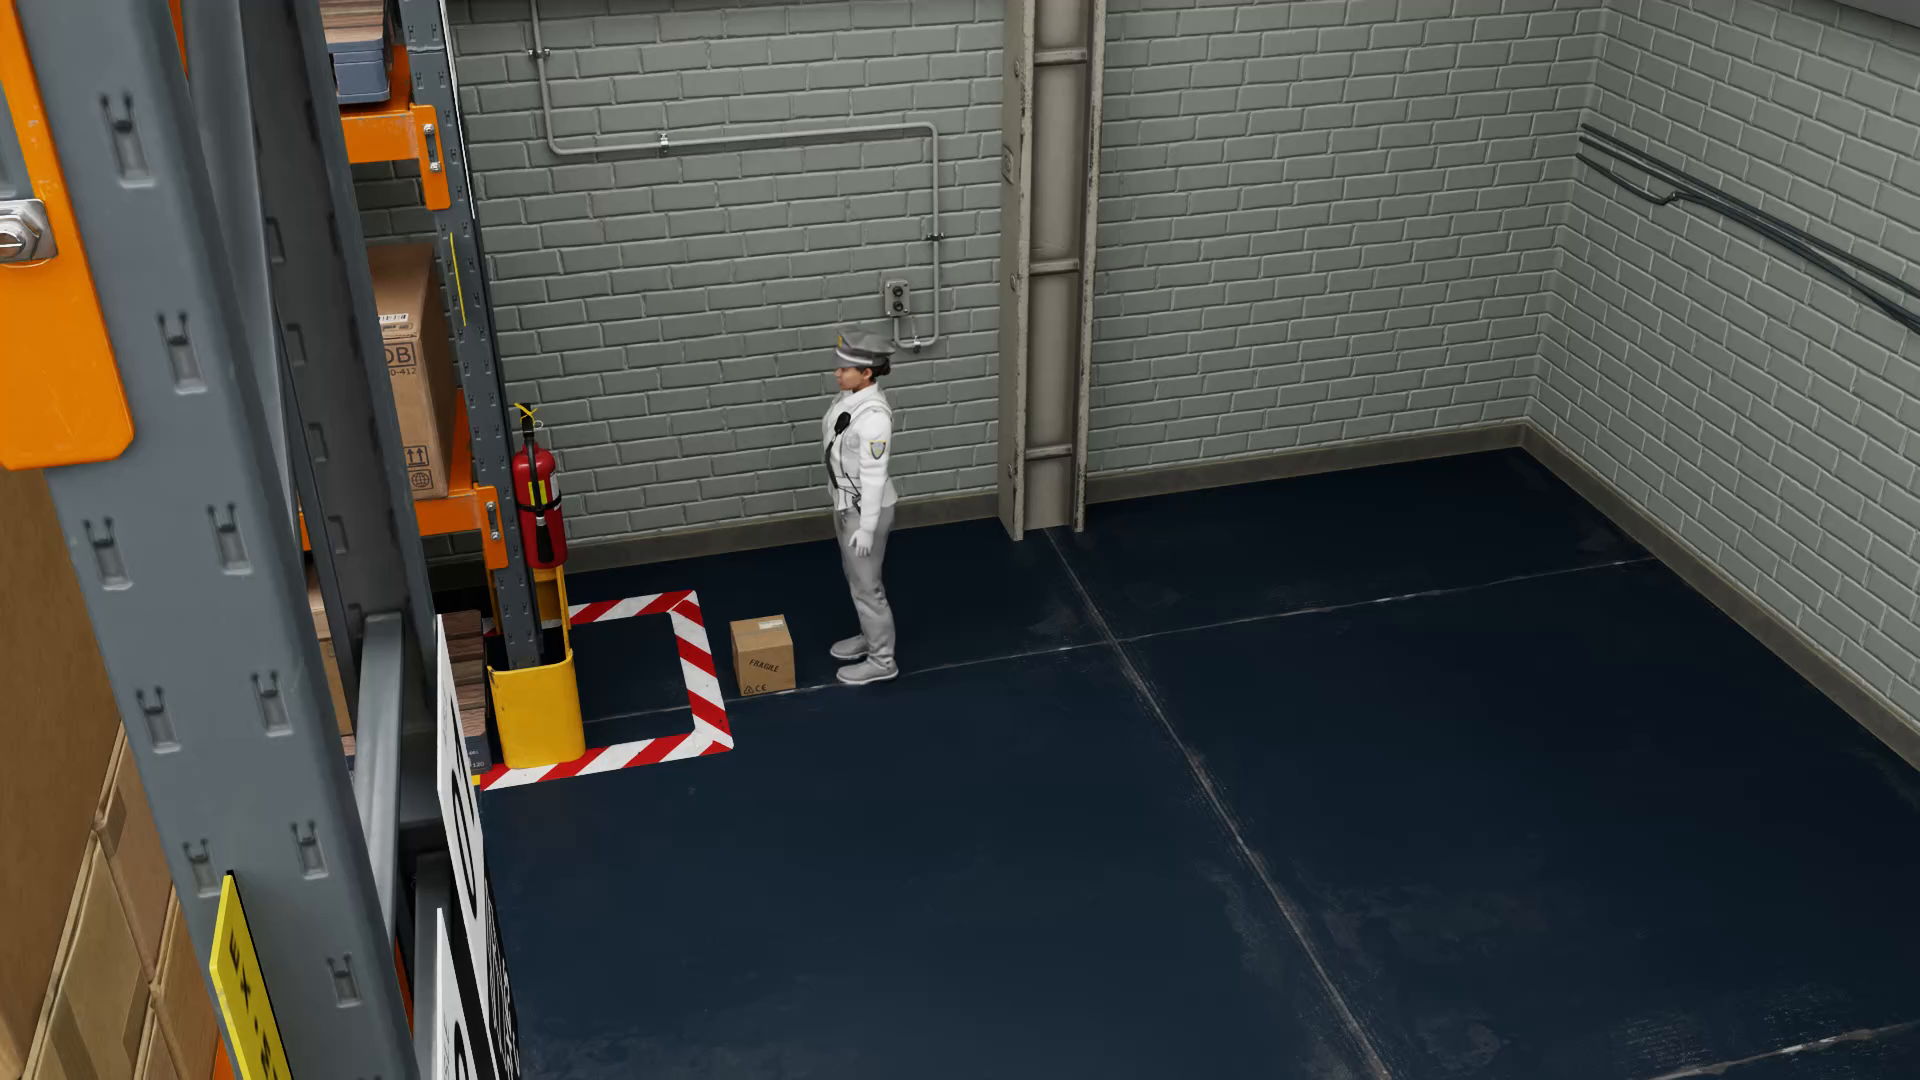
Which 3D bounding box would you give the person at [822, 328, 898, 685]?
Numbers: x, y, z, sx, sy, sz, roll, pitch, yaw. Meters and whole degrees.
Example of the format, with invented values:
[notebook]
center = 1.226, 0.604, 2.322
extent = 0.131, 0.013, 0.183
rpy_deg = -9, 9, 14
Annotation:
[person]
center = -0.441, -0.146, 7.364
extent = 0.335, 1.685, 0.472
rpy_deg = -8, 31, -13
